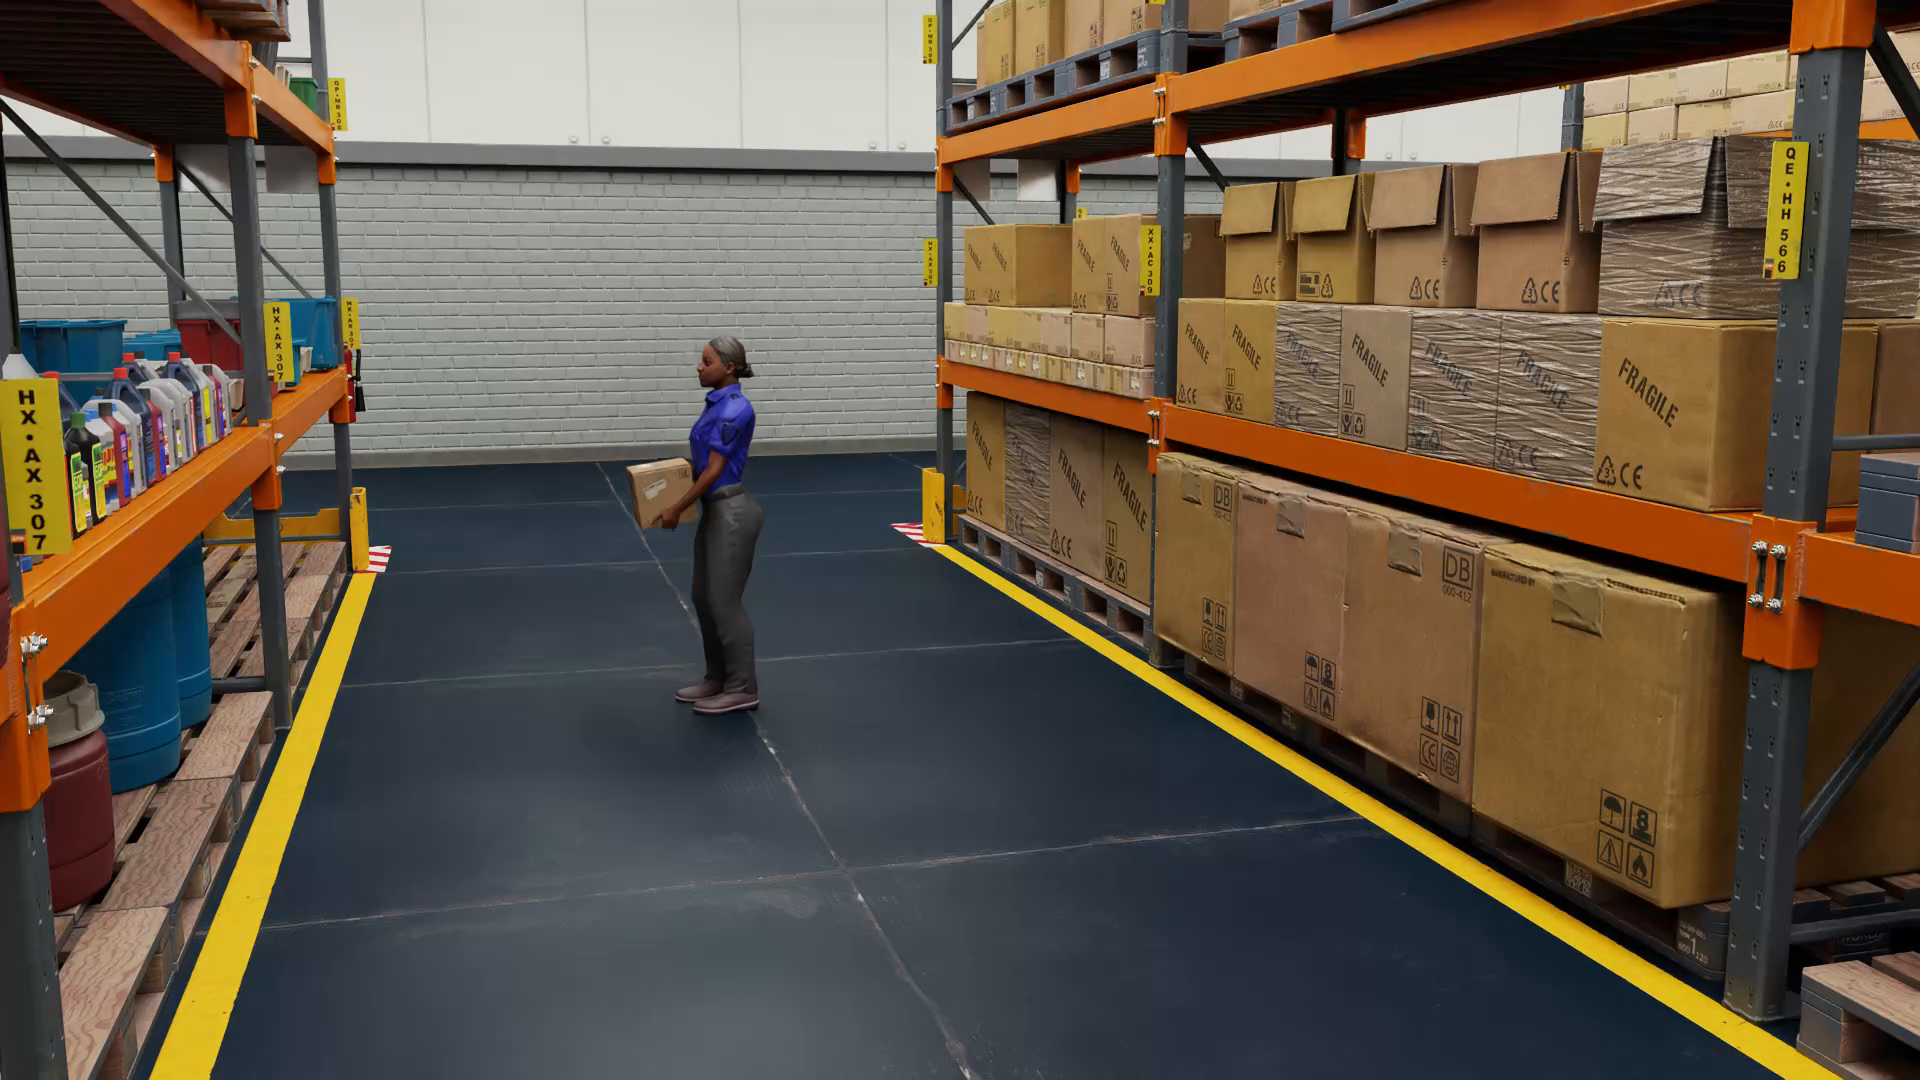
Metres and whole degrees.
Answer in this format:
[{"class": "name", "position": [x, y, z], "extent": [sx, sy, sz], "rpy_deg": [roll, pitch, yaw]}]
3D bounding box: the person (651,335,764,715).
[{"class": "person", "position": [-1.127, -0.069, 7.346], "extent": [0.502, 1.657, 0.434], "rpy_deg": [-3, 10, -17]}]
